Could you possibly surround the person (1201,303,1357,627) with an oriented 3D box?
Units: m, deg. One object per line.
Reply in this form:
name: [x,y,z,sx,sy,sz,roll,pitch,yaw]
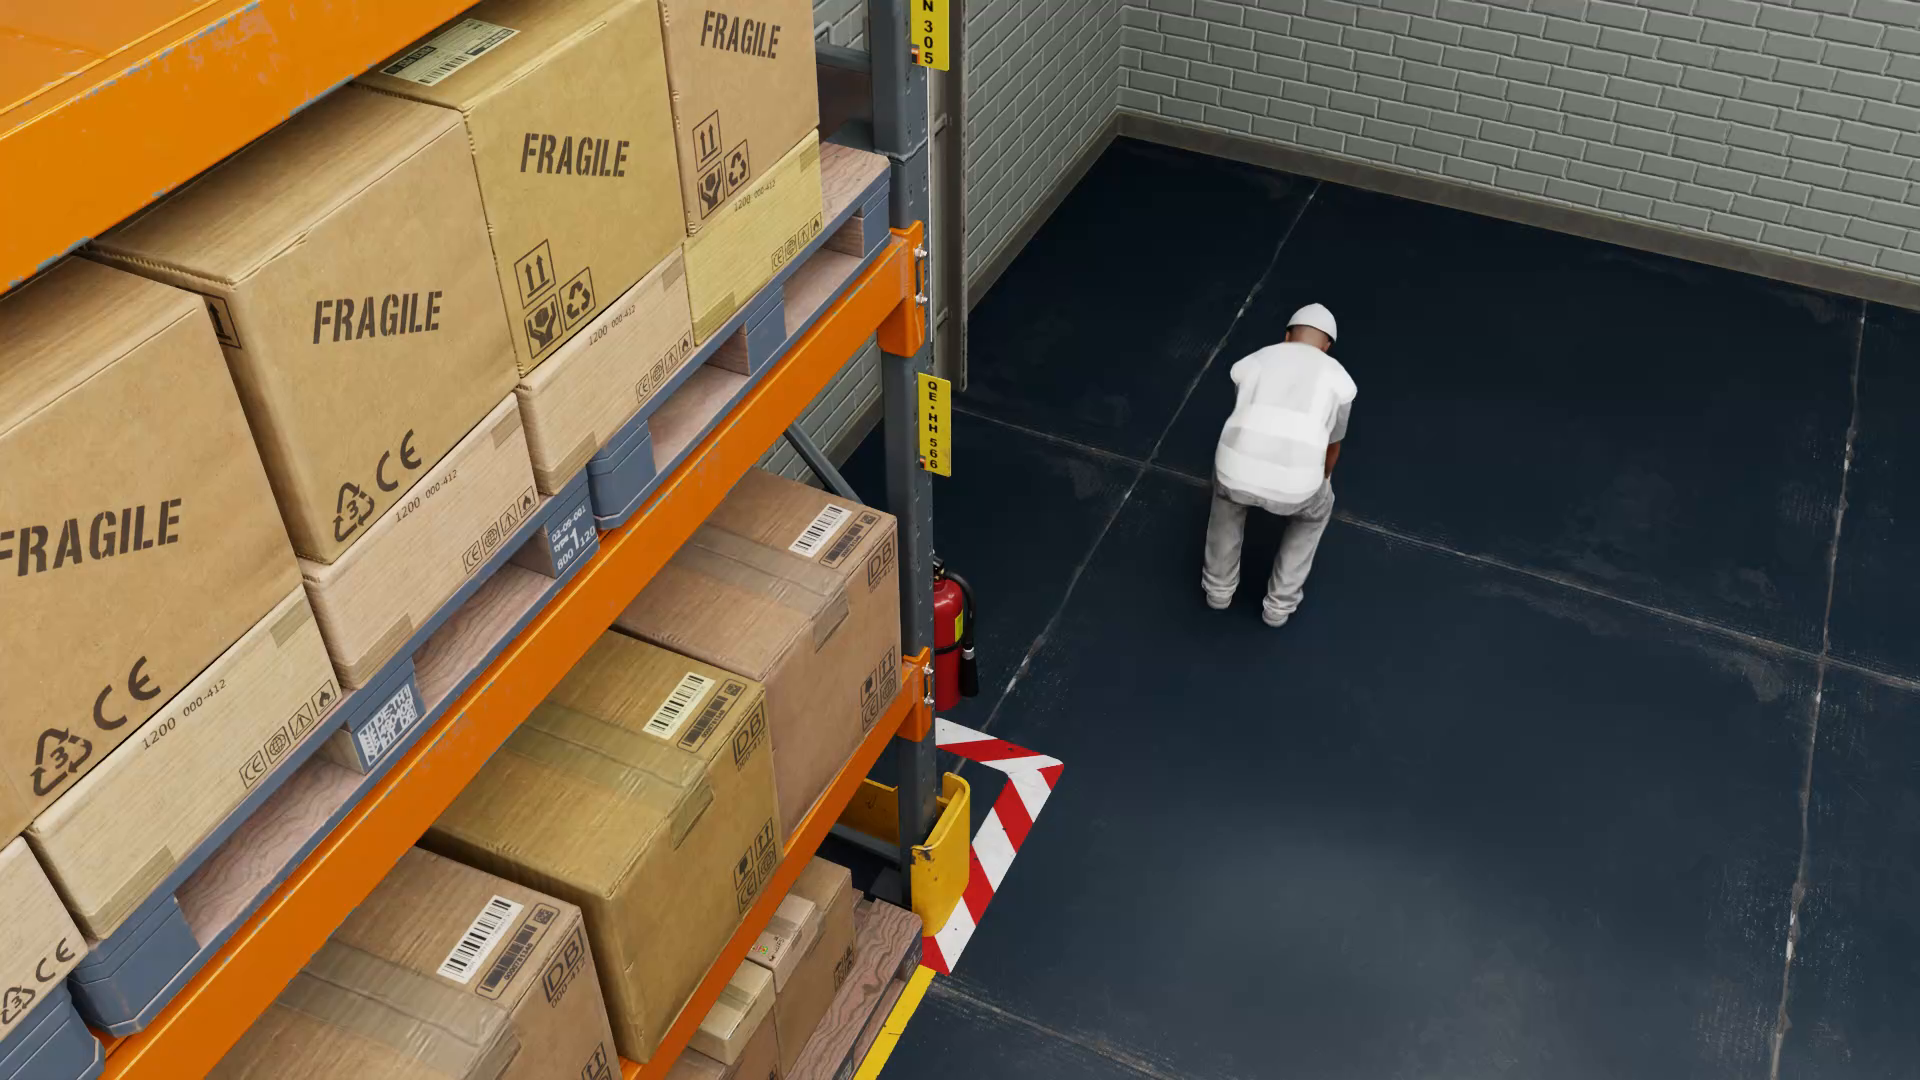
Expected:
person: [1.326,-0.295,6.954,0.531,1.146,0.970,15,44,17]
